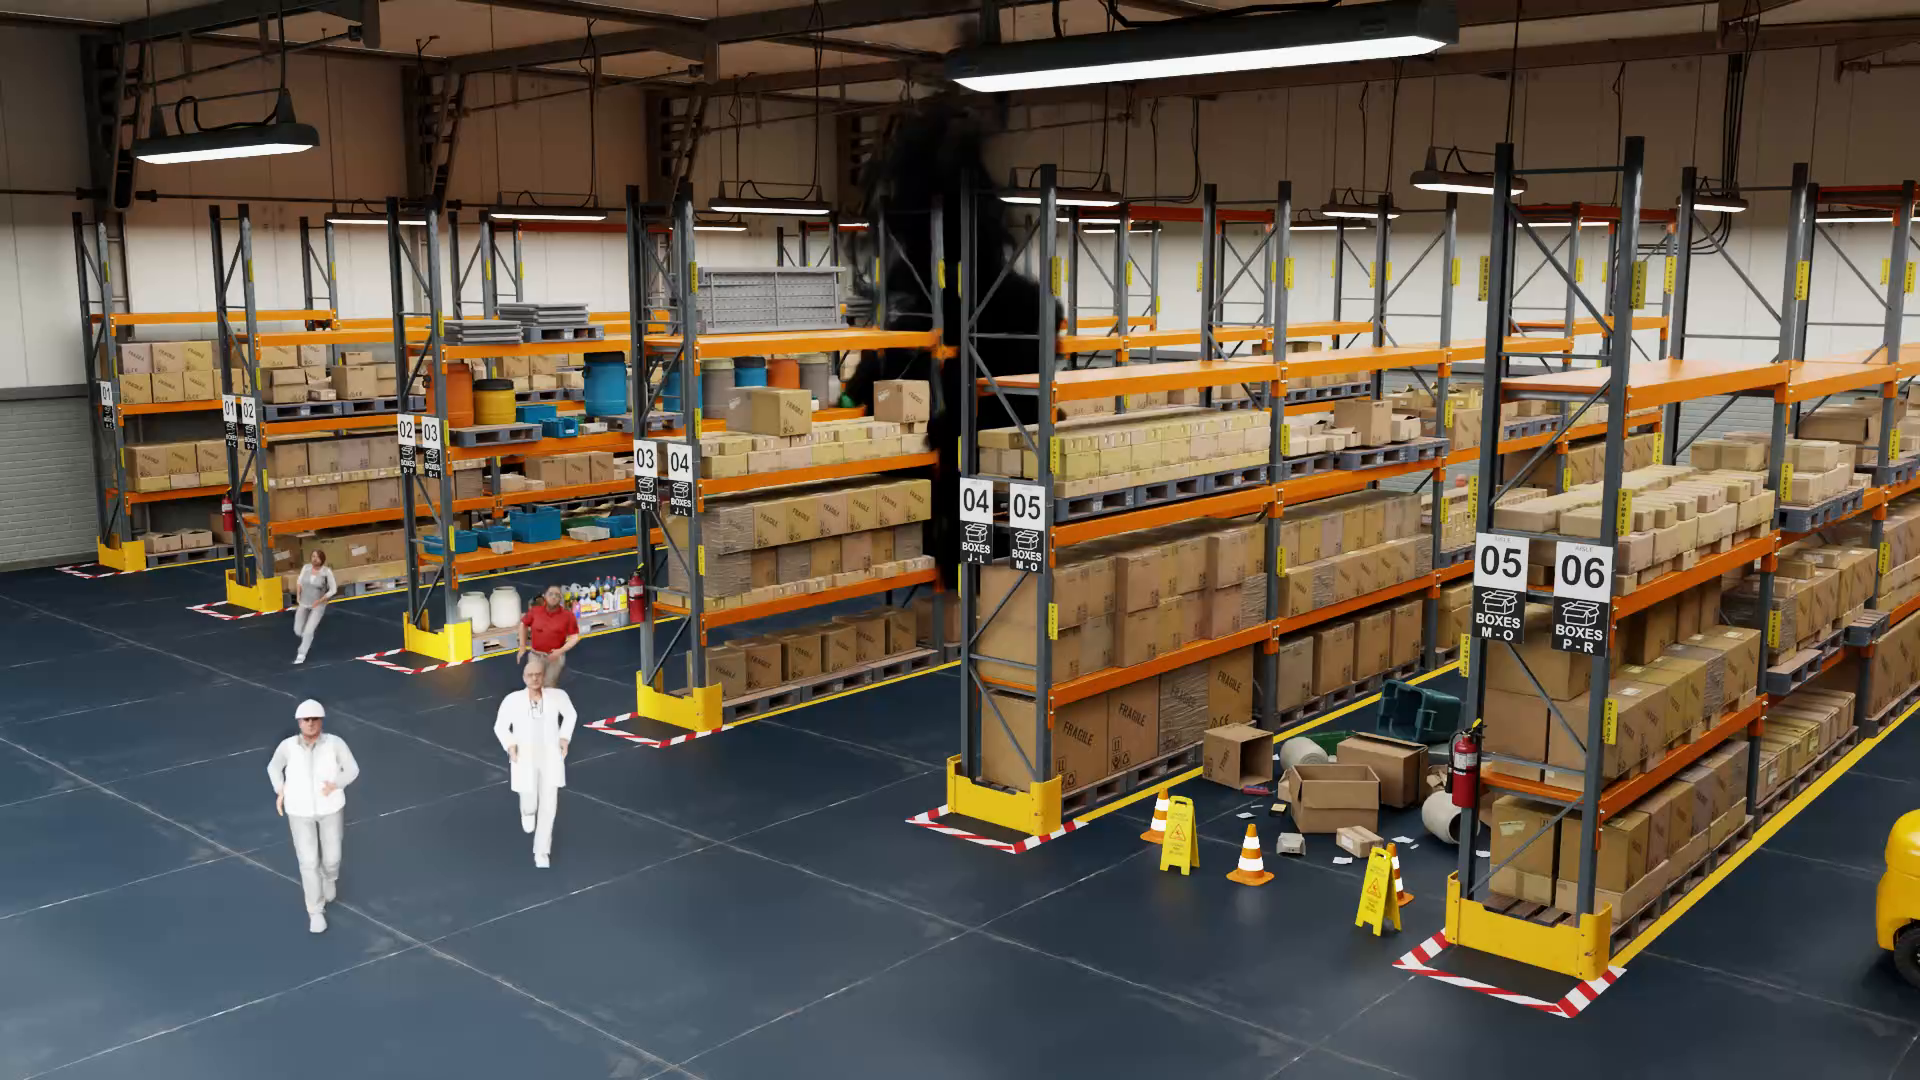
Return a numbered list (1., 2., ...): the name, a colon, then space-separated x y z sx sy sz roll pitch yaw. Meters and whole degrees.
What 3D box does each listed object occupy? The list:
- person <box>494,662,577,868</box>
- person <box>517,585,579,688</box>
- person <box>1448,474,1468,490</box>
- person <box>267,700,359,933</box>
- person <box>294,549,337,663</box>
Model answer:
1. person: -3.677 1.919 14.511 0.710 1.750 0.888 -3 10 -18
2. person: -4.527 1.325 18.281 0.681 1.655 0.567 -2 10 -9
3. person: 8.084 -0.189 26.988 0.745 1.787 1.084 8 13 41
4. person: -5.086 2.121 13.135 0.671 1.761 0.844 -4 10 -23
5. person: -8.400 0.841 21.690 0.597 1.509 0.559 0 9 1
